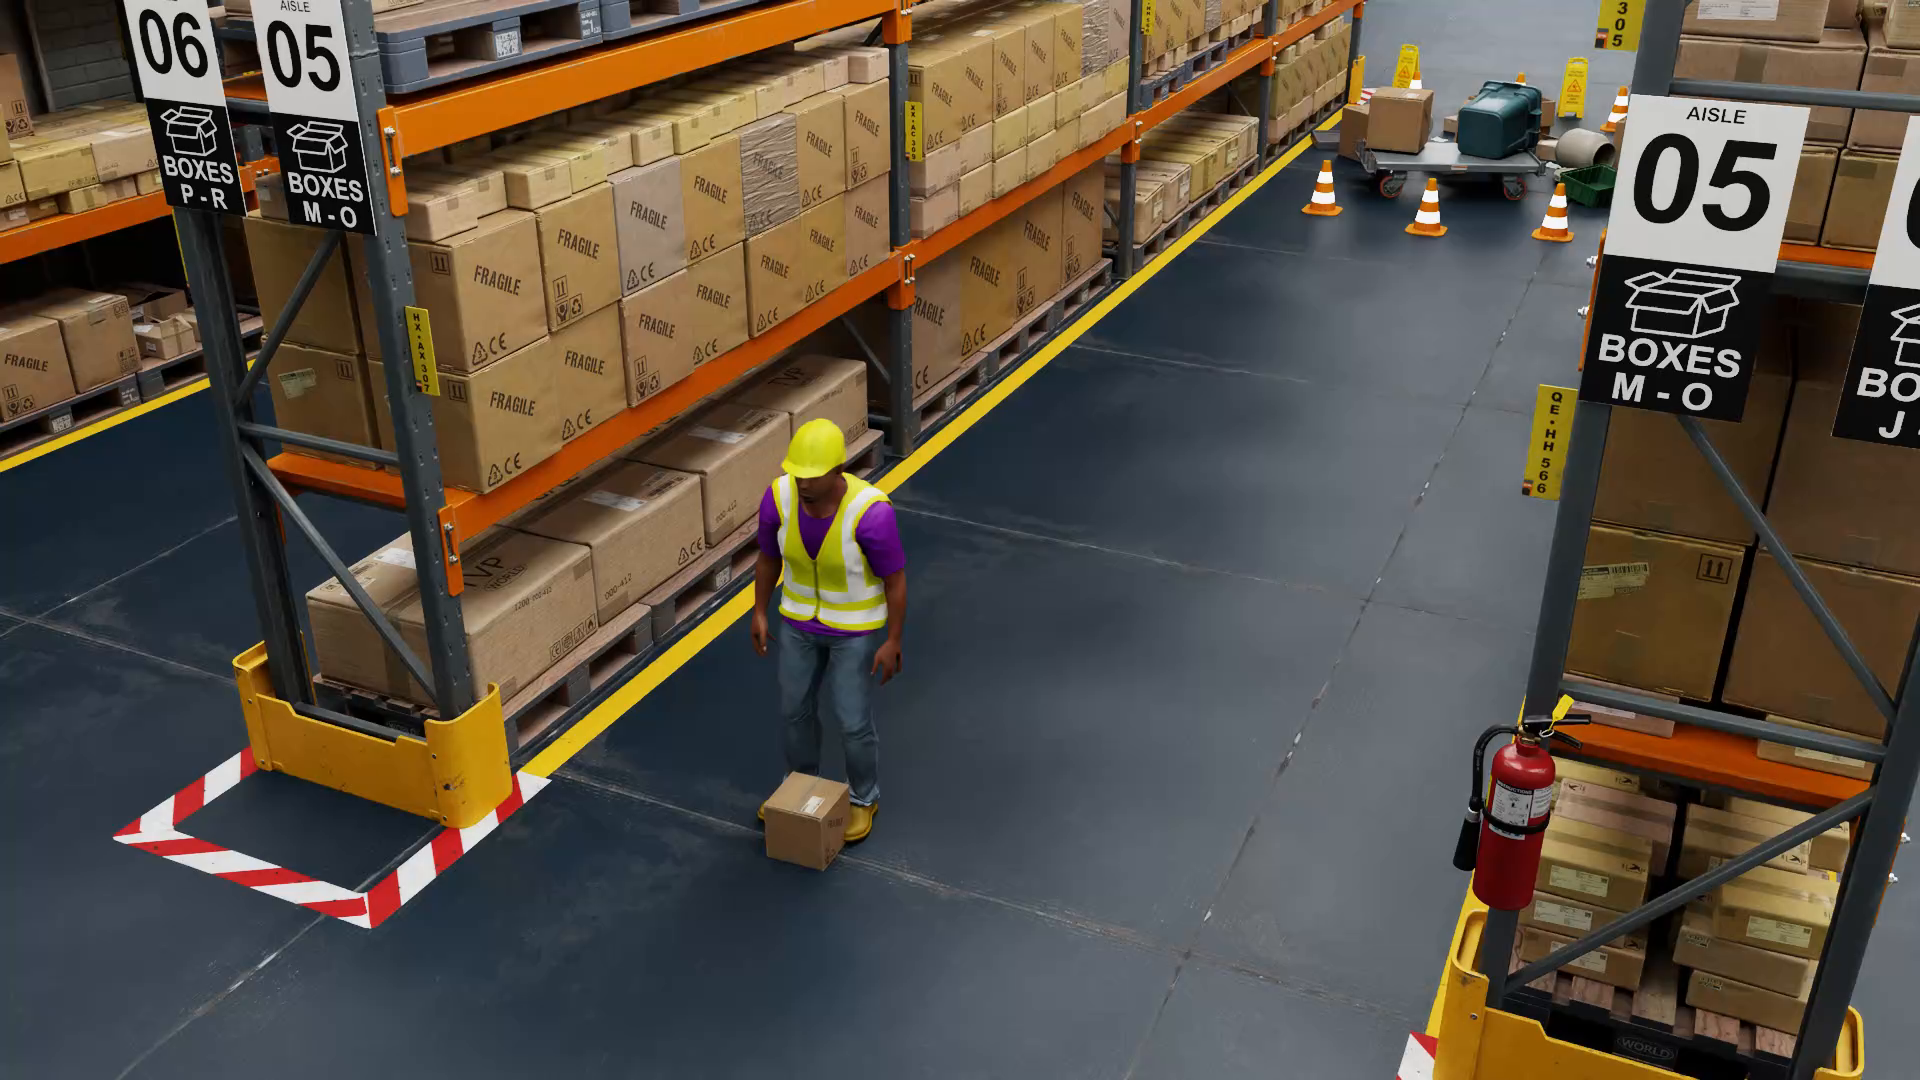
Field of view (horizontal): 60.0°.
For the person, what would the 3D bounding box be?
[{"bbox_3d":[-0.513,0.337,6.399,0.637,1.761,0.460,10,28,20],"label":"person"}]
